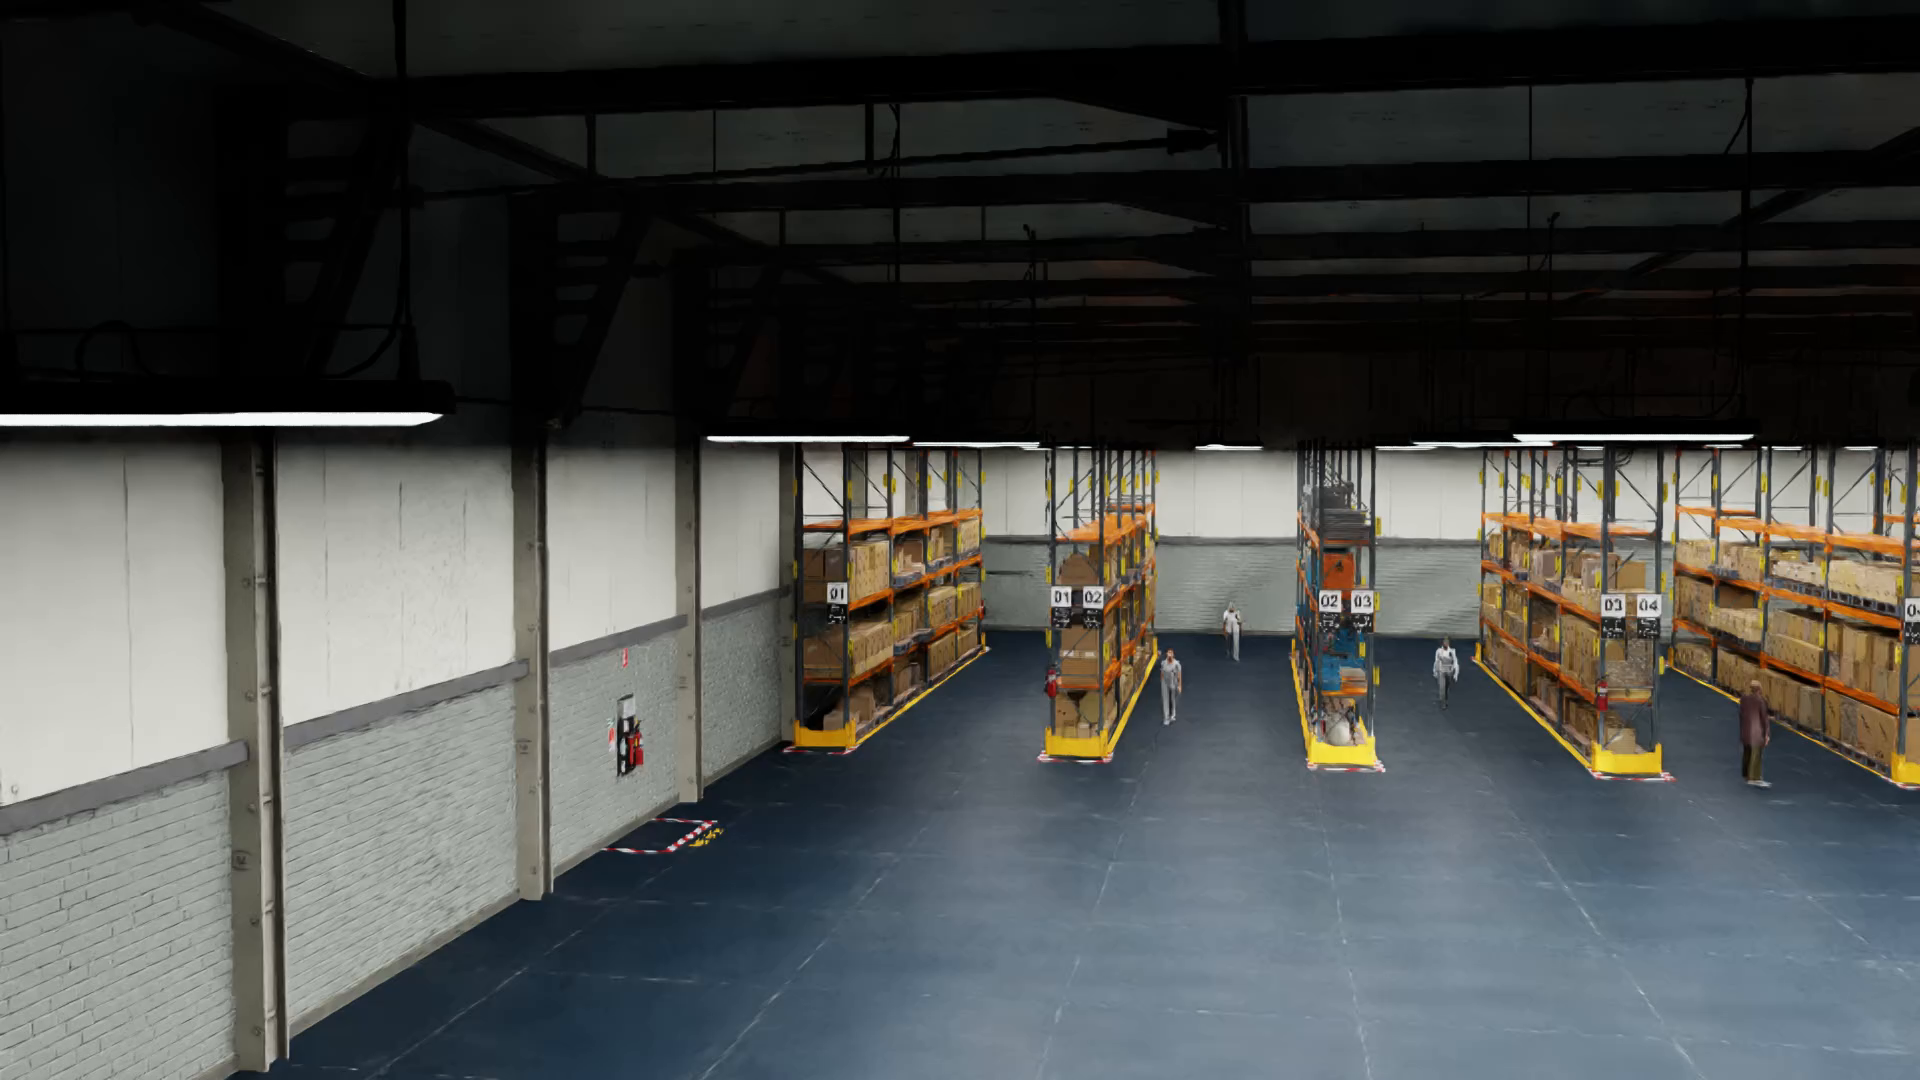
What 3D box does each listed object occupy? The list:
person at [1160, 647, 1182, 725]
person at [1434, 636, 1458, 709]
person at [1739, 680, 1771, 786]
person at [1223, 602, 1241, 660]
[{"bbox_3d":[4.438,3.060,34.976,0.453,1.612,1.019,0,3,9],"label":"person"},{"bbox_3d":[10.859,2.939,37.121,0.502,1.621,0.988,0,3,9],"label":"person"},{"bbox_3d":[13.700,3.298,28.594,0.516,1.788,0.648,-1,3,-18],"label":"person"},{"bbox_3d":[7.504,2.492,45.874,0.497,1.583,1.090,1,3,13],"label":"person"}]
